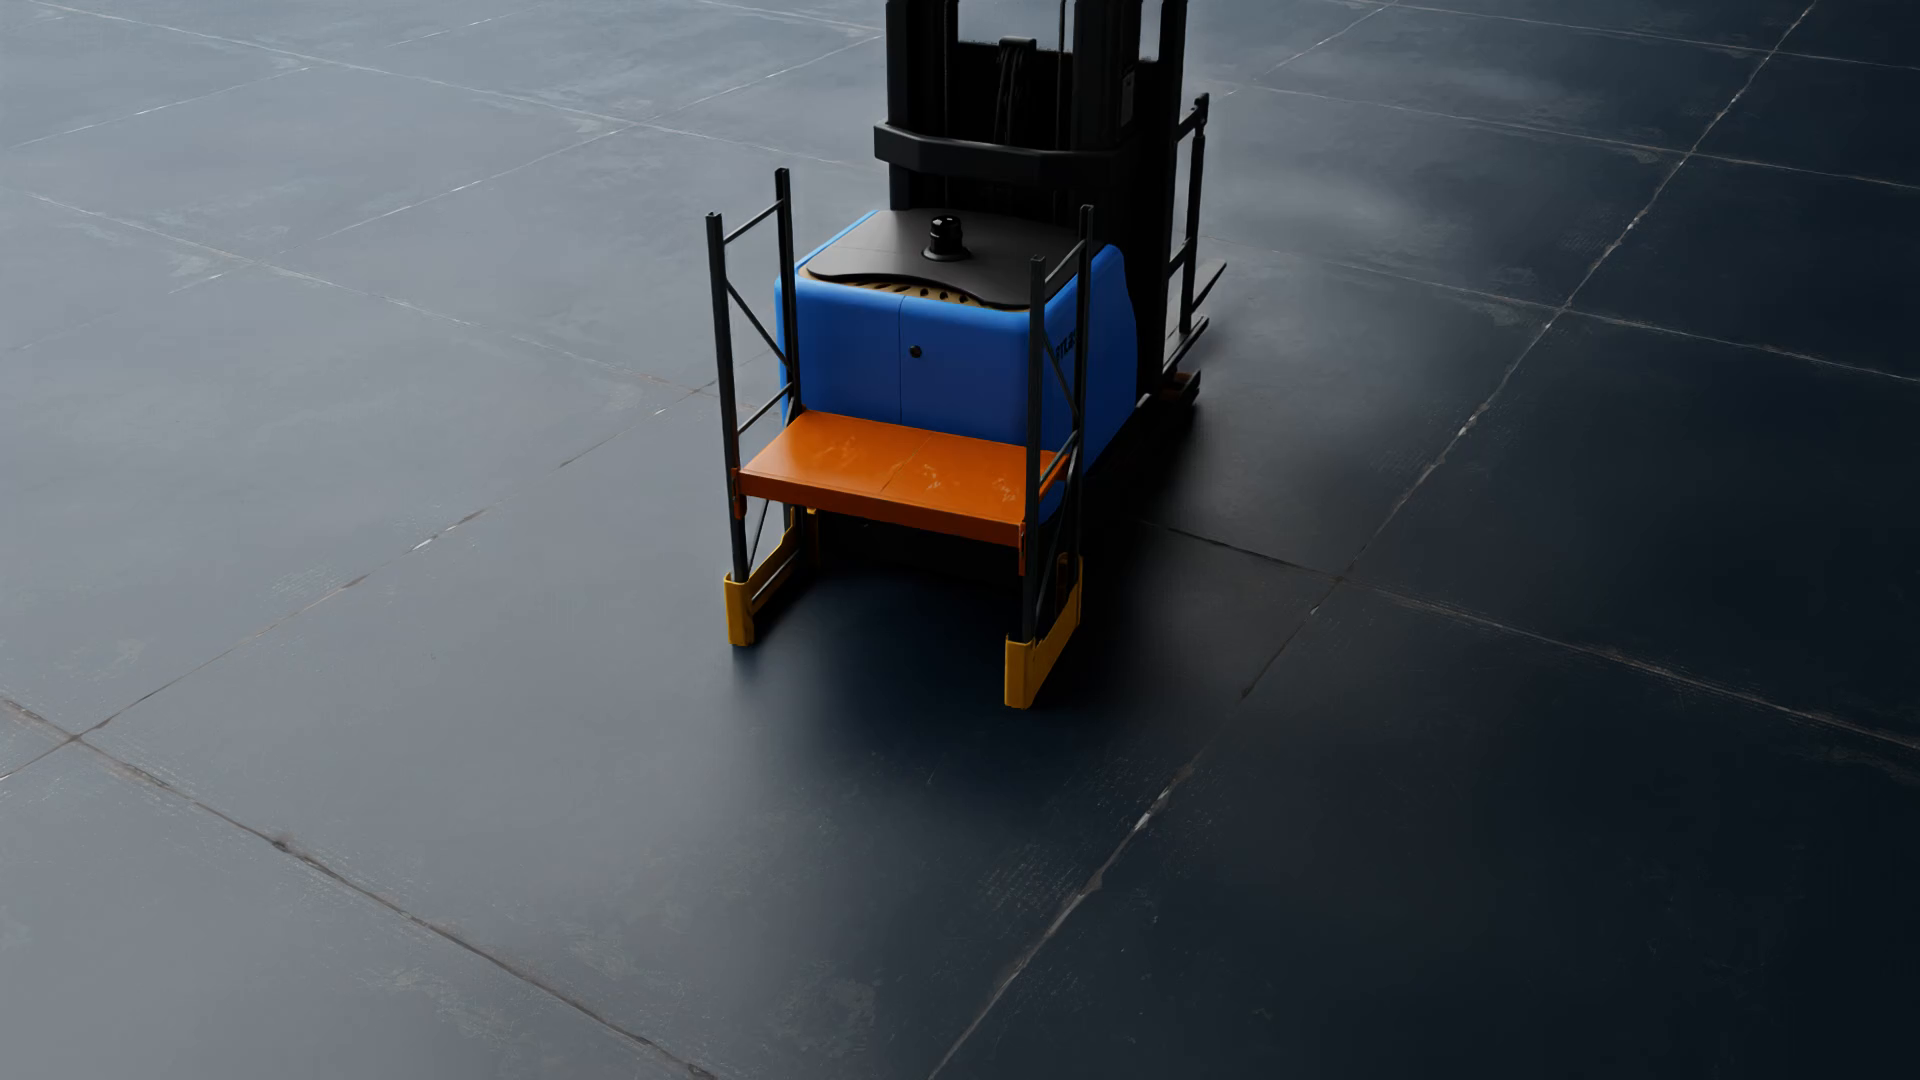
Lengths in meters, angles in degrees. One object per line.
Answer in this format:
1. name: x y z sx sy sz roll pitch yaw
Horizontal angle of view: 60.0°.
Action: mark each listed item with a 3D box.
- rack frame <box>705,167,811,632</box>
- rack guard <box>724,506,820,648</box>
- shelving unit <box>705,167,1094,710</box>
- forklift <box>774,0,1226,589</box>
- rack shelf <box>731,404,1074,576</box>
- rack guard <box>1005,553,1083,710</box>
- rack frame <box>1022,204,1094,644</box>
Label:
1. rack frame: -0.650 -0.427 5.493 0.032 1.500 0.500 11 32 18
2. rack guard: -0.648 0.113 5.808 0.087 0.250 0.587 11 32 18
3. shelving unit: -0.184 -0.336 5.338 1.083 1.500 0.587 11 32 18
4. forklift: 0.396 -1.818 6.458 1.130 2.935 3.031 12 32 20
5. rack shelf: -0.175 -0.179 5.426 1.000 0.185 0.538 11 32 18
6. rack guard: 0.281 0.294 5.498 0.087 0.250 0.587 11 32 18
7. rack frame: 0.299 -0.242 5.177 0.032 1.500 0.500 11 32 18
